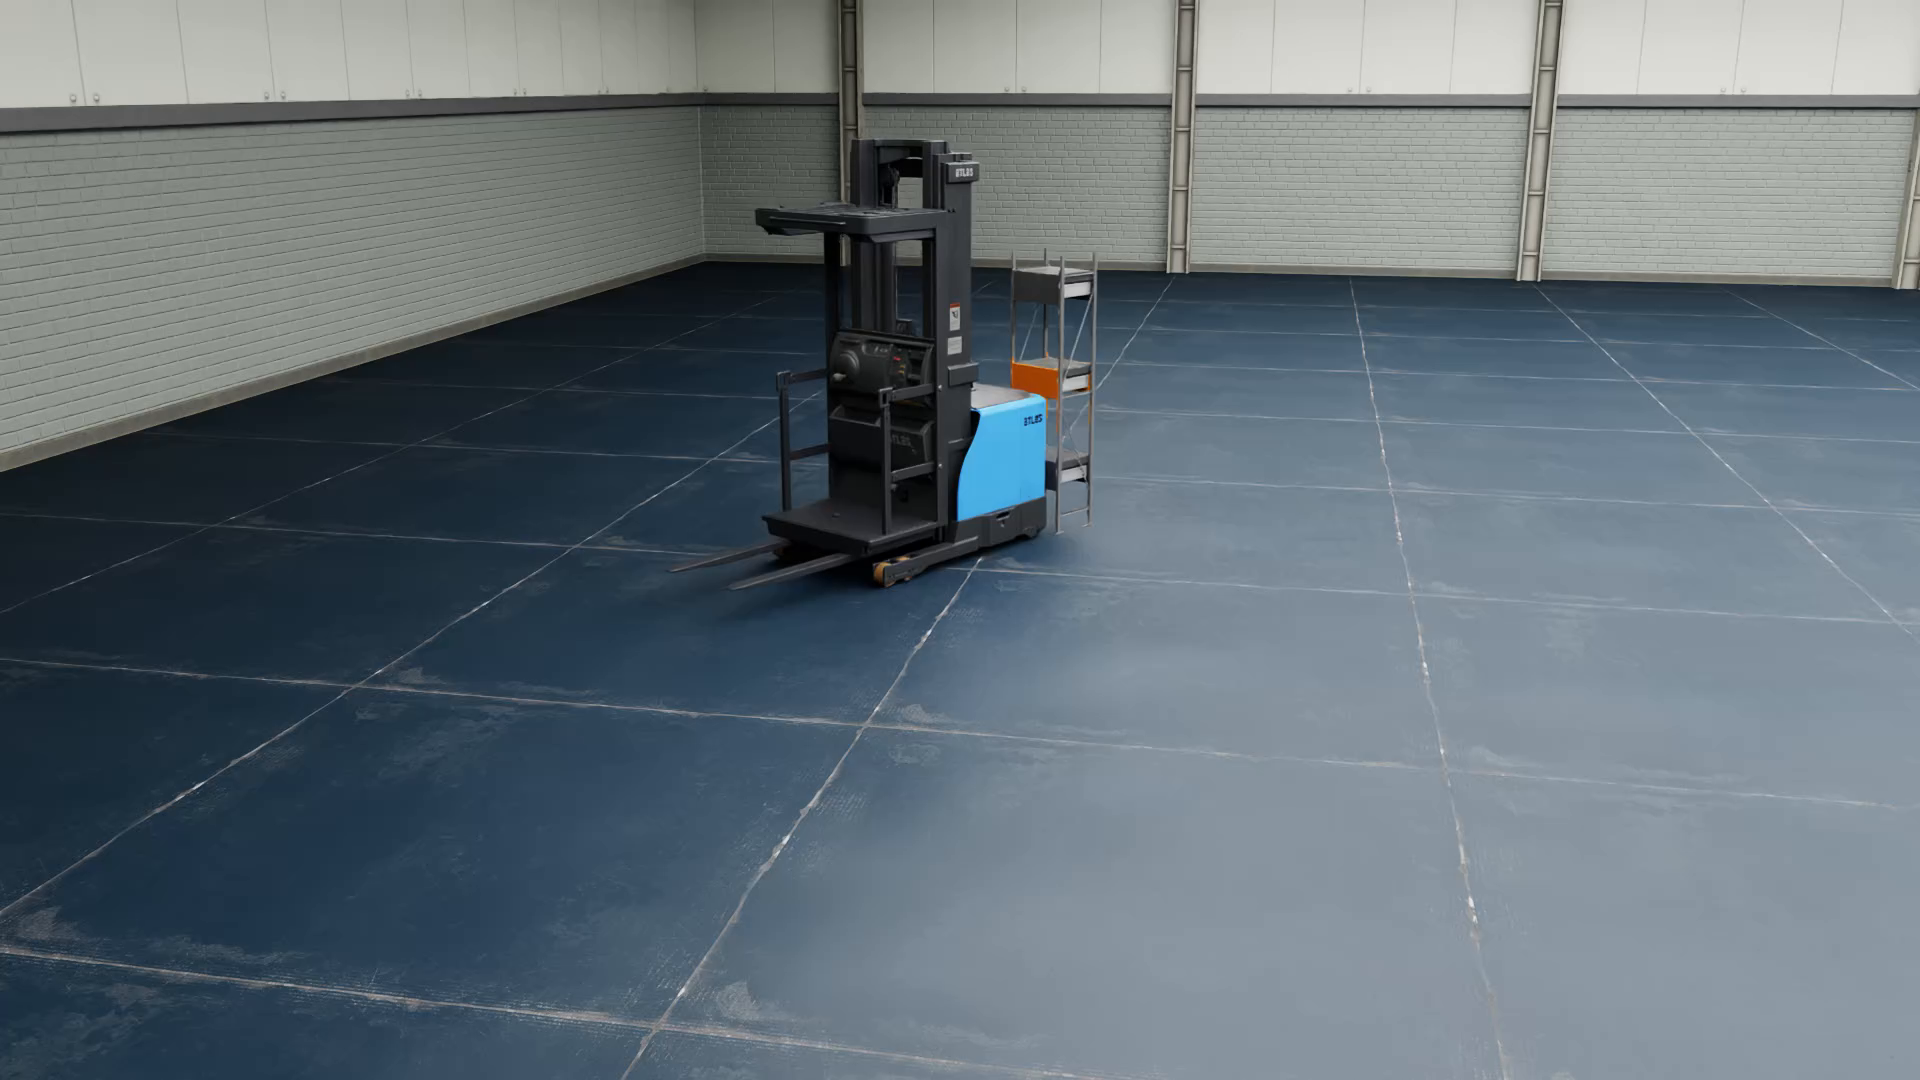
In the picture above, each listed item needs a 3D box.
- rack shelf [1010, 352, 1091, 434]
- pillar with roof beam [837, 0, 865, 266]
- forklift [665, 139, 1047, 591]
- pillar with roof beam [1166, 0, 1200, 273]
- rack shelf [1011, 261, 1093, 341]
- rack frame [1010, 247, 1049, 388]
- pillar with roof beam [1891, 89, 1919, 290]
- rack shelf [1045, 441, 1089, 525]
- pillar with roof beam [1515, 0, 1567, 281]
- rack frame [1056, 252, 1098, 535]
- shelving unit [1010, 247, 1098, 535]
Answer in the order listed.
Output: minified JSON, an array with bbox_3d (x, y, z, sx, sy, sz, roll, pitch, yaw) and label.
[{"bbox_3d":[0.703,-1.124,12.669,0.480,0.518,0.431,15,21,43],"label":"rack shelf"},{"bbox_3d":[-2.824,-8.338,25.737,0.400,9.000,9.100,3,16,11],"label":"pillar with roof beam"},{"bbox_3d":[-0.695,-1.245,11.498,1.130,2.935,3.031,13,20,39],"label":"forklift"},{"bbox_3d":[3.056,-8.019,24.585,0.400,9.000,9.100,3,16,11],"label":"pillar with roof beam"},{"bbox_3d":[0.703,-1.799,12.482,0.480,0.518,0.431,15,21,43],"label":"rack shelf"},{"bbox_3d":[0.530,-1.183,12.831,0.015,2.100,0.400,15,21,43],"label":"rack frame"},{"bbox_3d":[14.815,-7.381,22.280,0.400,9.000,9.100,3,16,11],"label":"pillar with roof beam"},{"bbox_3d":[0.703,-0.450,12.855,0.480,0.518,0.431,15,21,43],"label":"rack shelf"},{"bbox_3d":[8.936,-7.700,23.432,0.400,9.000,9.100,3,16,11],"label":"pillar with roof beam"},{"bbox_3d":[0.876,-1.091,12.499,0.015,2.100,0.400,15,21,43],"label":"rack frame"},{"bbox_3d":[0.703,-1.137,12.665,0.503,2.100,0.431,15,21,43],"label":"shelving unit"}]
